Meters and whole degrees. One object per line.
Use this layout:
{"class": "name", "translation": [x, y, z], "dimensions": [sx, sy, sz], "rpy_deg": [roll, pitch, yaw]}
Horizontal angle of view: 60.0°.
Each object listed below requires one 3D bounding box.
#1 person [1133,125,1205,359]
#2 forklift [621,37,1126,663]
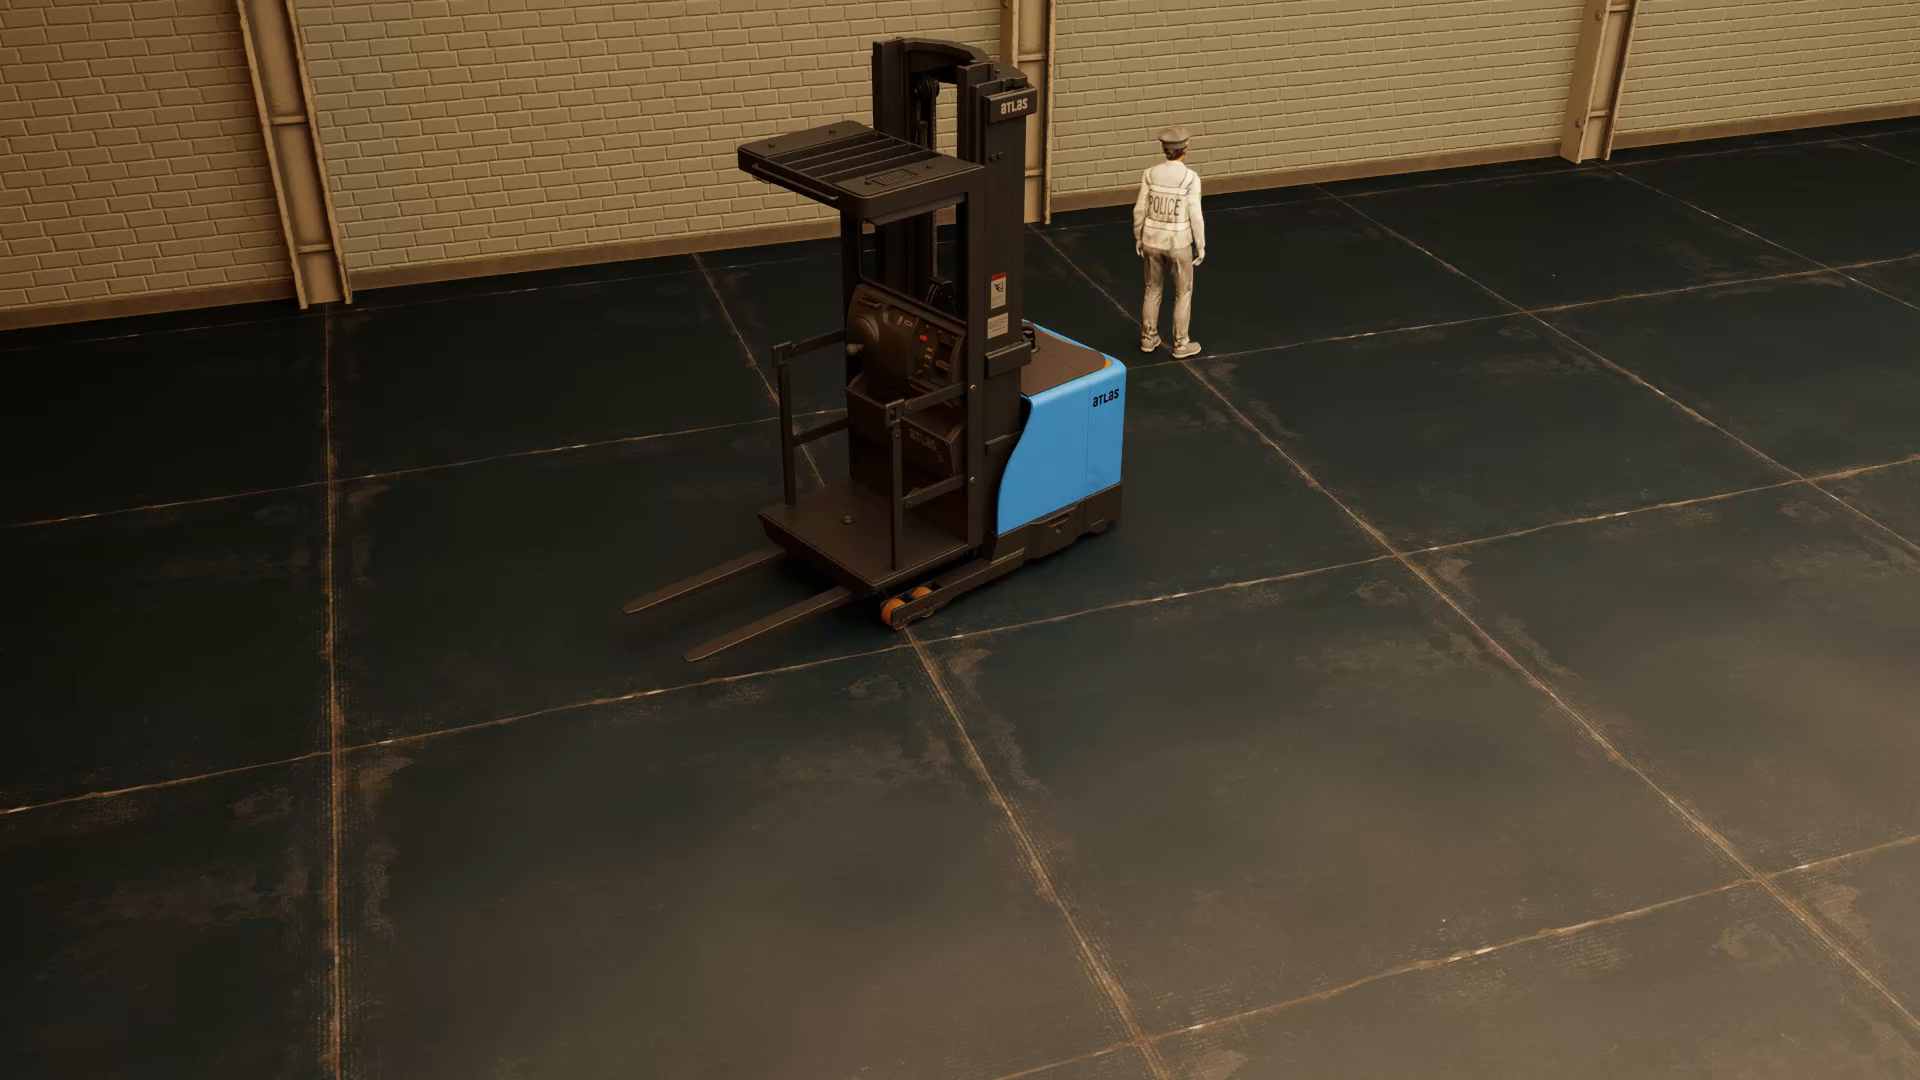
{"class": "person", "translation": [1.517, -2.148, 12.092], "dimensions": [0.541, 1.664, 0.374], "rpy_deg": [15, 33, 24]}
{"class": "forklift", "translation": [-0.461, -1.072, 8.951], "dimensions": [3.031, 2.935, 1.130], "rpy_deg": [-23, 37, -34]}
